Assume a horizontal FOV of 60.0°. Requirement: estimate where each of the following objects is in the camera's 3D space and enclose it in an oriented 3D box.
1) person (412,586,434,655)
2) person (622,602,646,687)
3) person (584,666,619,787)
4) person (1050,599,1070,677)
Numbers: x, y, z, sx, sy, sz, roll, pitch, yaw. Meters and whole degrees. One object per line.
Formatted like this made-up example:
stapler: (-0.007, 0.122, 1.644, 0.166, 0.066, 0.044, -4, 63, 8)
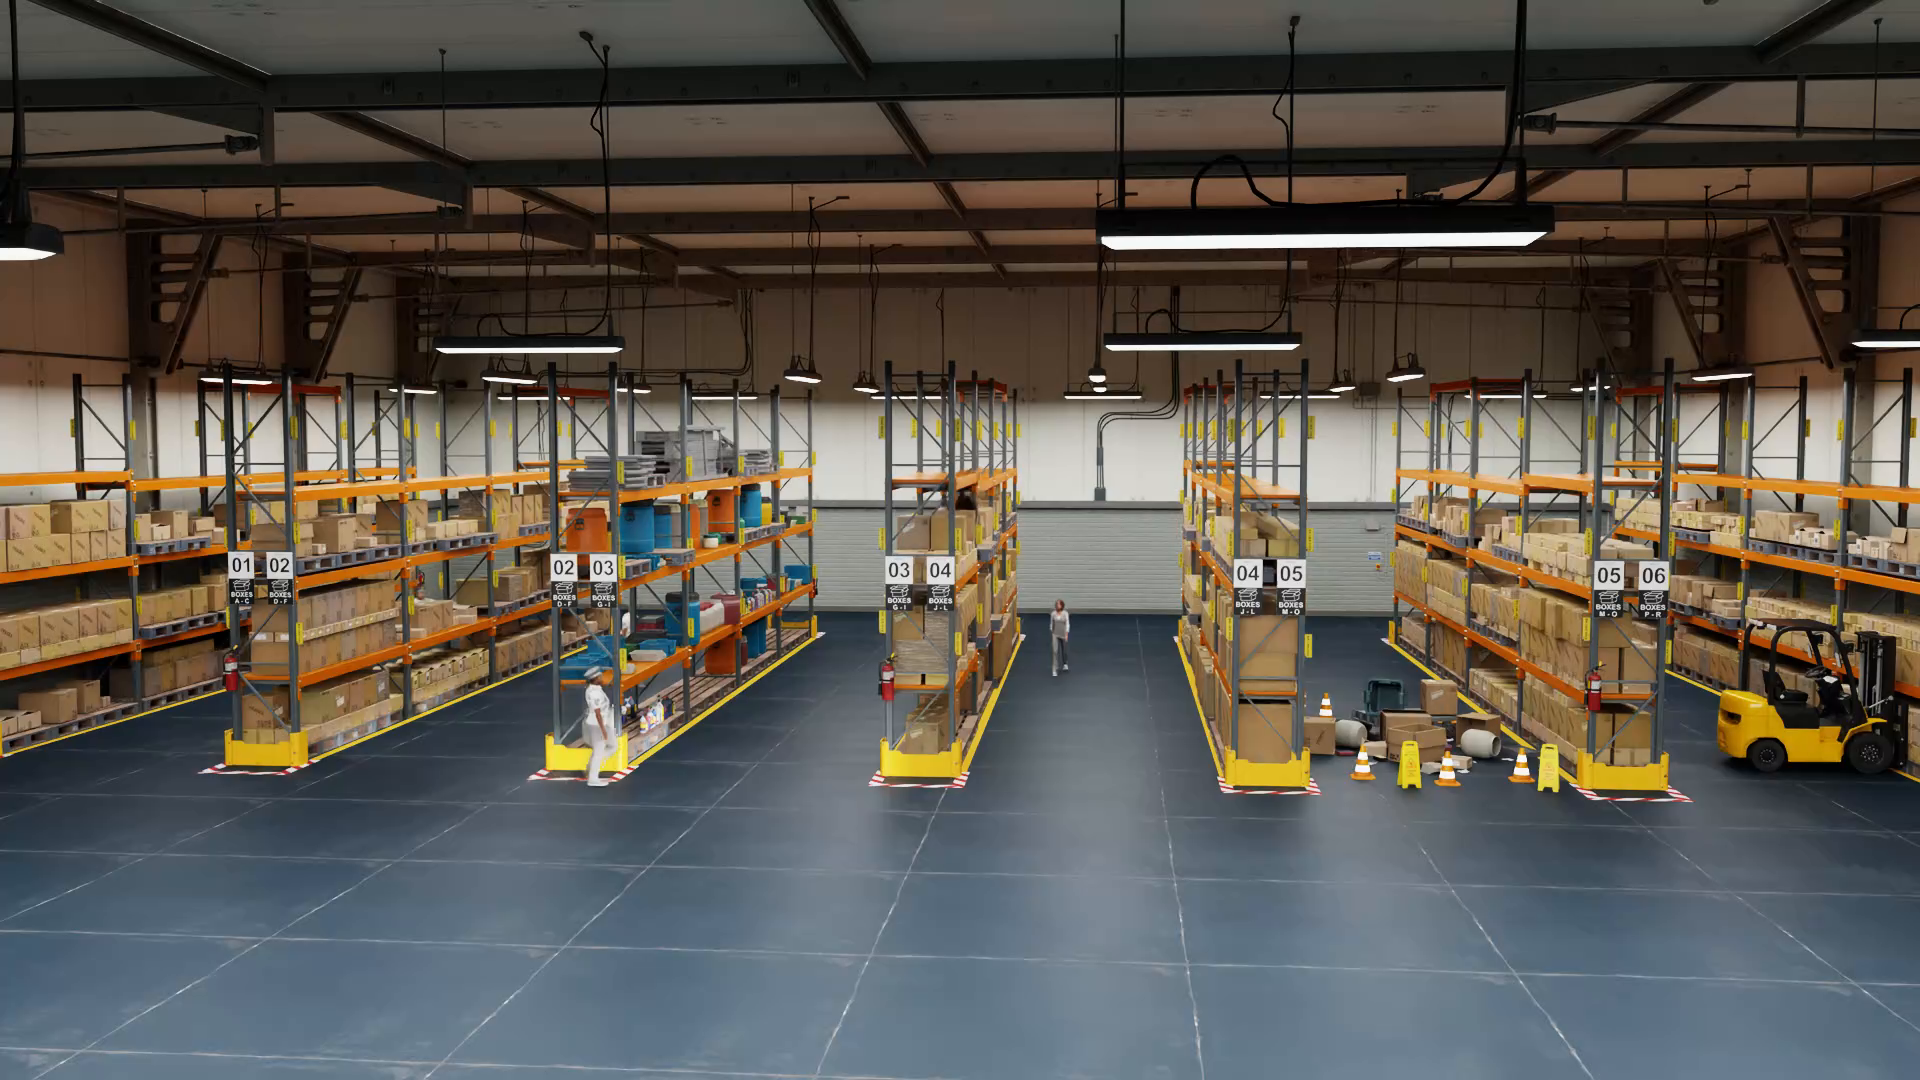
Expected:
person: (-11.489, 1.839, 35.430, 0.651, 1.732, 0.804, 1, 4, 10)
person: (-6.355, 2.035, 32.601, 0.542, 1.653, 0.523, 1, 4, 12)
person: (-5.056, 2.607, 23.349, 0.442, 1.679, 0.439, 0, 4, 3)
person: (2.038, 1.990, 34.040, 0.423, 1.533, 0.900, 0, 4, 7)
